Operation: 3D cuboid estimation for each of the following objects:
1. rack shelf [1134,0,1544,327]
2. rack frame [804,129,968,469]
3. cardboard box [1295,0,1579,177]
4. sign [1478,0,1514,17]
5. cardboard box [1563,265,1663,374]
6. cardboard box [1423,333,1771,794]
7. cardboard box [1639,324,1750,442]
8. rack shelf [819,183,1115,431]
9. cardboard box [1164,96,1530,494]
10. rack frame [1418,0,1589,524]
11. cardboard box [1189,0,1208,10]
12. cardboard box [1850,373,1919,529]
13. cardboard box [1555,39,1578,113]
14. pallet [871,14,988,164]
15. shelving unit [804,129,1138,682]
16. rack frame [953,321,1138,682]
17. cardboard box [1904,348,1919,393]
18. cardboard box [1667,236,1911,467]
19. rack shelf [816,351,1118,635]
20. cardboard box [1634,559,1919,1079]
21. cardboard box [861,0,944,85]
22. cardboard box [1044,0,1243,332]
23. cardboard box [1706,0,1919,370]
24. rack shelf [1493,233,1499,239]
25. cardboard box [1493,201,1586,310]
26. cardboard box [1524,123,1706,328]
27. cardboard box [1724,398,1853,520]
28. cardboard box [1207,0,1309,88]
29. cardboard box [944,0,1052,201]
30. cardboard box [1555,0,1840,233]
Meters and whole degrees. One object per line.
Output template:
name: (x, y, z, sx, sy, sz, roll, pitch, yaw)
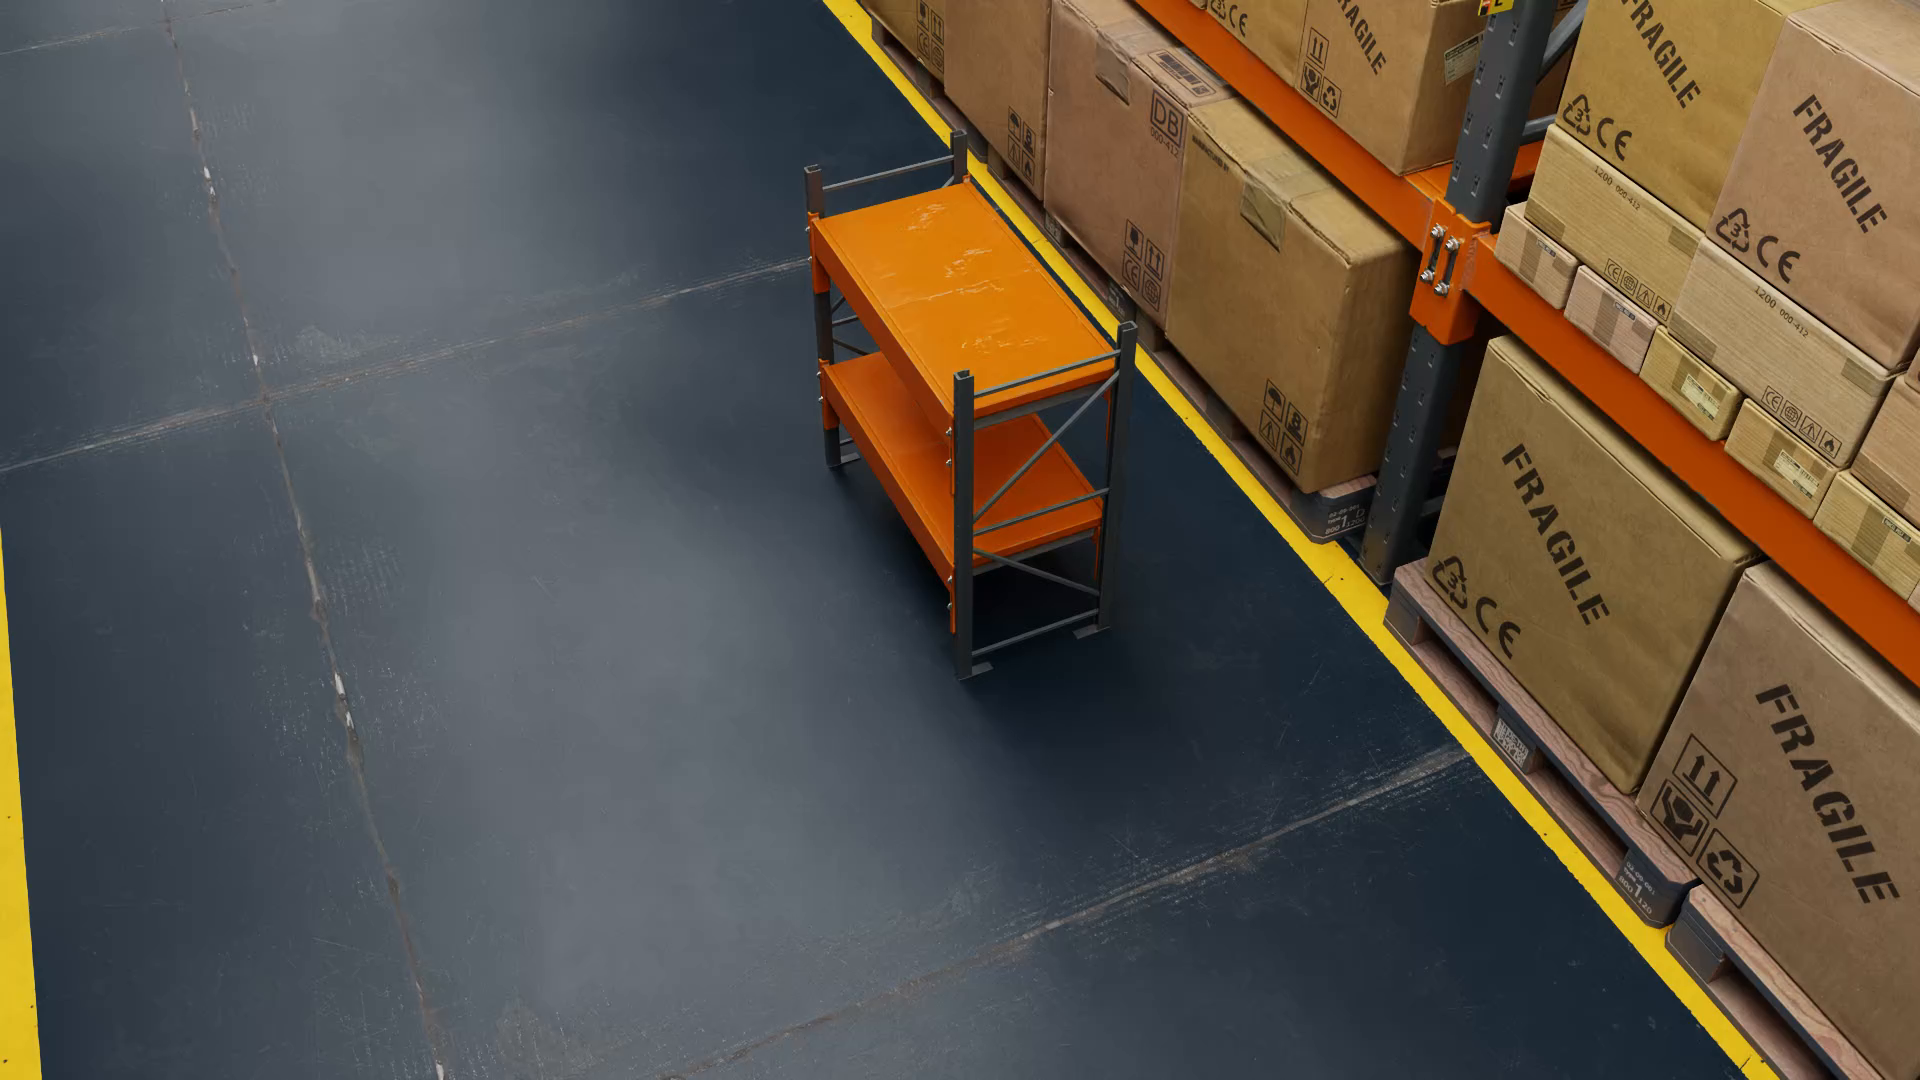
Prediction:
rack shelf: (0.873, -2.123, 5.778, 1.077, 0.370, 4.000, -18, 47, -17)
rack frame: (-0.211, -0.720, 5.179, 0.500, 1.125, 0.032, -18, 47, -17)
cardboard box: (1.269, -1.358, 4.419, 0.500, 0.500, 0.500, -18, 47, -17)
sign: (1.225, -1.322, 3.686, 0.100, 0.325, 0.005, -18, 47, -17)
cardboard box: (1.647, -0.561, 3.862, 0.380, 0.149, 0.250, -20, 48, -19)
cardboard box: (1.918, -0.054, 4.382, 0.875, 0.875, 0.875, -18, 47, -17)
cardboard box: (1.758, -0.393, 3.692, 0.380, 0.149, 0.250, -17, 47, -16)
rack shelf: (0.003, -0.657, 4.593, 0.459, 0.093, 0.952, -18, 47, -17)
cardboard box: (1.426, -0.900, 5.240, 1.225, 0.875, 0.875, -18, 47, -17)
rack frame: (1.711, -1.104, 4.233, 0.949, 2.616, 0.053, -18, 47, -17)
cardboard box: (0.841, -2.006, 5.076, 0.500, 0.500, 0.500, -19, 48, -18)
cardboard box: (2.101, -0.134, 3.145, 0.500, 0.250, 0.500, -17, 47, -16)
cardboard box: (1.747, -1.507, 4.571, 0.500, 0.500, 0.500, -18, 47, -17)
pallet: (0.295, -2.136, 7.265, 1.003, 0.211, 1.213, -18, 47, -17)
shelving unit: (0.003, -0.396, 4.851, 0.538, 1.125, 1.048, -18, 47, -17)
rack frame: (0.217, -0.072, 4.522, 0.500, 1.125, 0.032, -18, 47, -17)
cardboard box: (2.106, -0.397, 2.878, 0.500, 0.500, 0.500, -19, 48, -19)
cardboard box: (1.878, -0.462, 3.478, 0.500, 0.250, 0.500, -18, 47, -18)
rack shelf: (0.003, -0.222, 5.022, 0.538, 0.278, 1.000, -18, 47, -17)
cardboard box: (2.297, 0.520, 3.801, 0.875, 0.875, 0.875, -18, 47, -17)
cardboard box: (0.303, -2.601, 6.964, 1.225, 0.875, 0.875, -20, 48, -19)
cardboard box: (1.050, -1.469, 5.817, 1.225, 0.875, 0.875, -20, 48, -19)
cardboard box: (1.883, -0.727, 3.213, 0.500, 0.500, 0.500, -18, 47, -17)
rack shelf: (2.554, 0.356, 3.126, 0.919, 0.124, 3.809, -18, 47, -17)
cardboard box: (1.536, -0.729, 4.032, 0.380, 0.149, 0.250, -18, 47, -17)
cardboard box: (1.673, -0.780, 3.800, 0.500, 0.250, 0.500, -19, 48, -18)
cardboard box: (1.870, -0.226, 3.523, 0.380, 0.149, 0.250, -19, 48, -18)
cardboard box: (1.067, -1.675, 4.741, 0.500, 0.500, 0.500, -17, 47, -16)
cardboard box: (0.671, -2.031, 6.386, 1.225, 0.875, 0.875, -18, 47, -17)
cardboard box: (1.683, -1.043, 3.533, 0.500, 0.500, 0.500, -18, 47, -17)
